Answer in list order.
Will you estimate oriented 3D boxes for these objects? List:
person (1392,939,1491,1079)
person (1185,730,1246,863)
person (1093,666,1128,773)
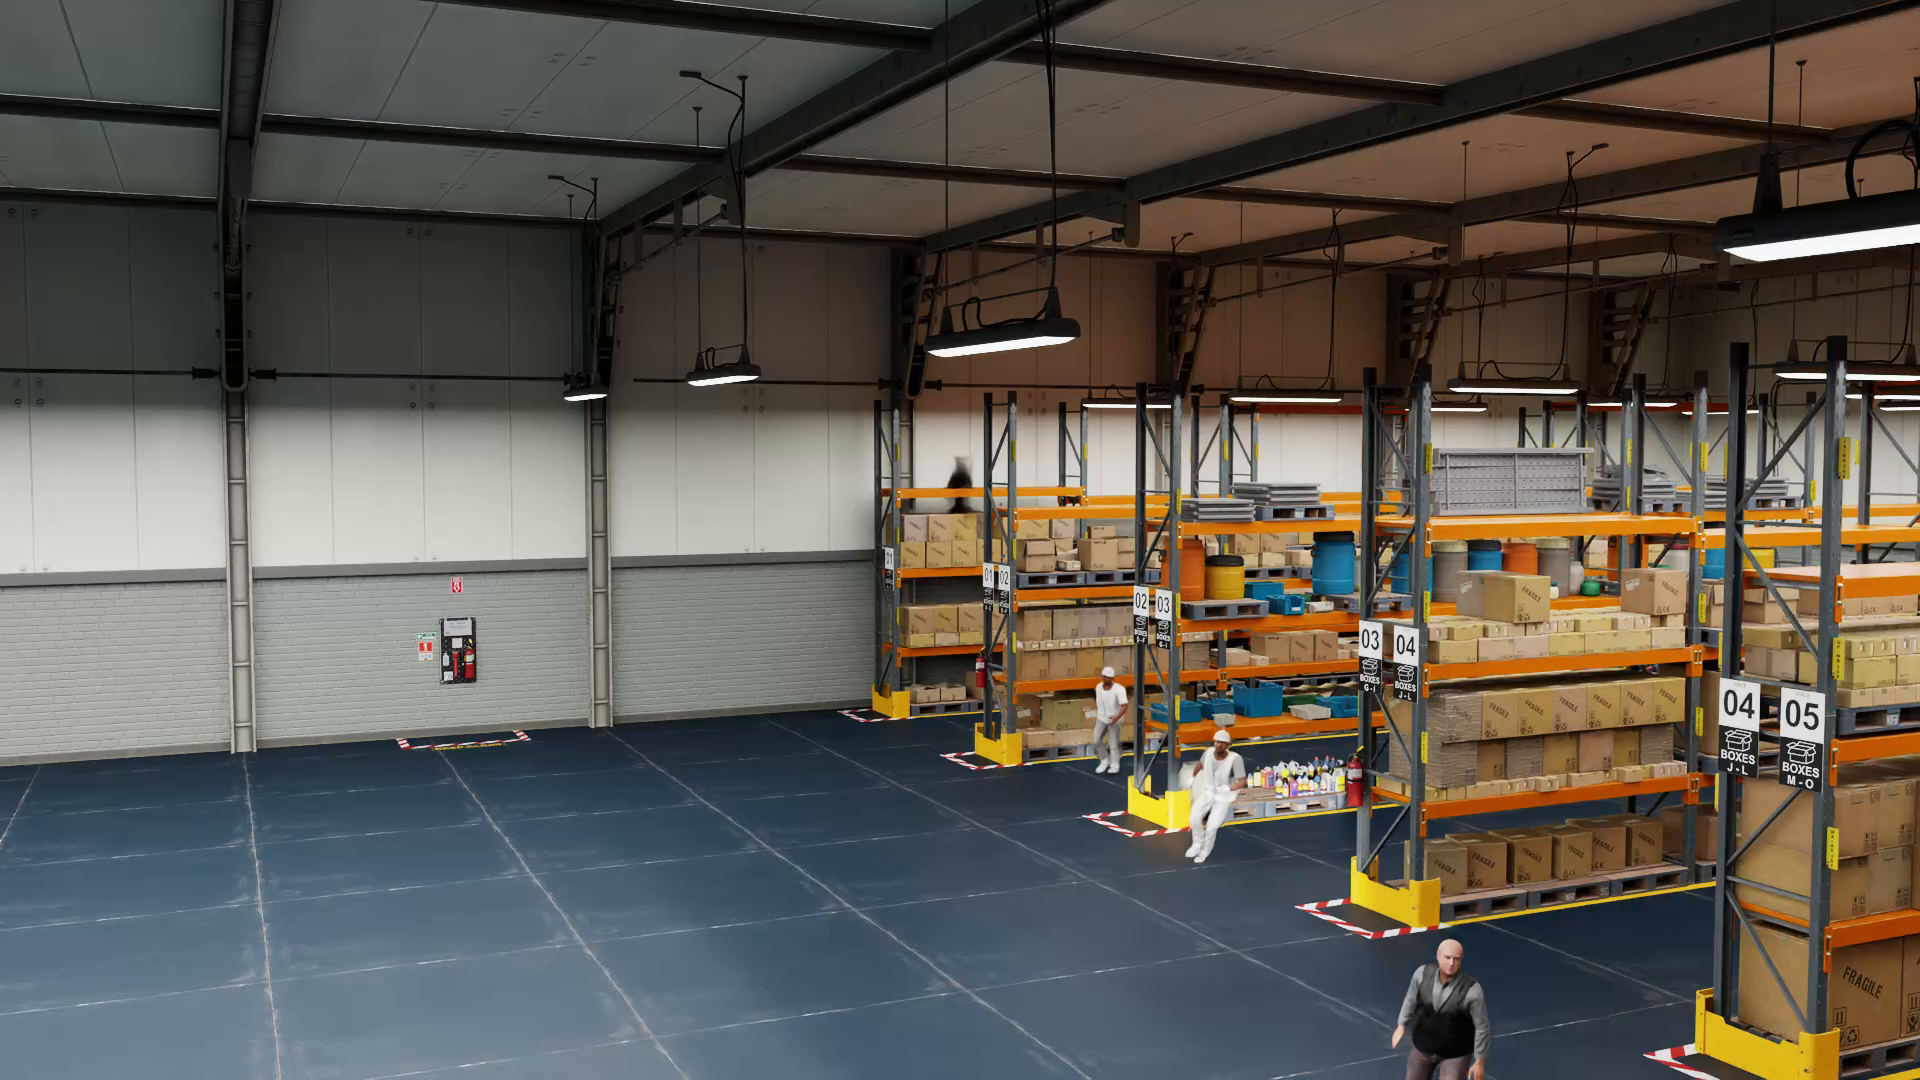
[{"bbox_3d":[3.478,3.634,11.958,0.729,1.668,0.708,2,4,31],"label":"person"},{"bbox_3d":[3.094,3.148,20.344,0.861,1.689,0.726,1,4,23],"label":"person"},{"bbox_3d":[2.302,2.794,25.687,0.661,1.704,0.820,2,4,28],"label":"person"}]
